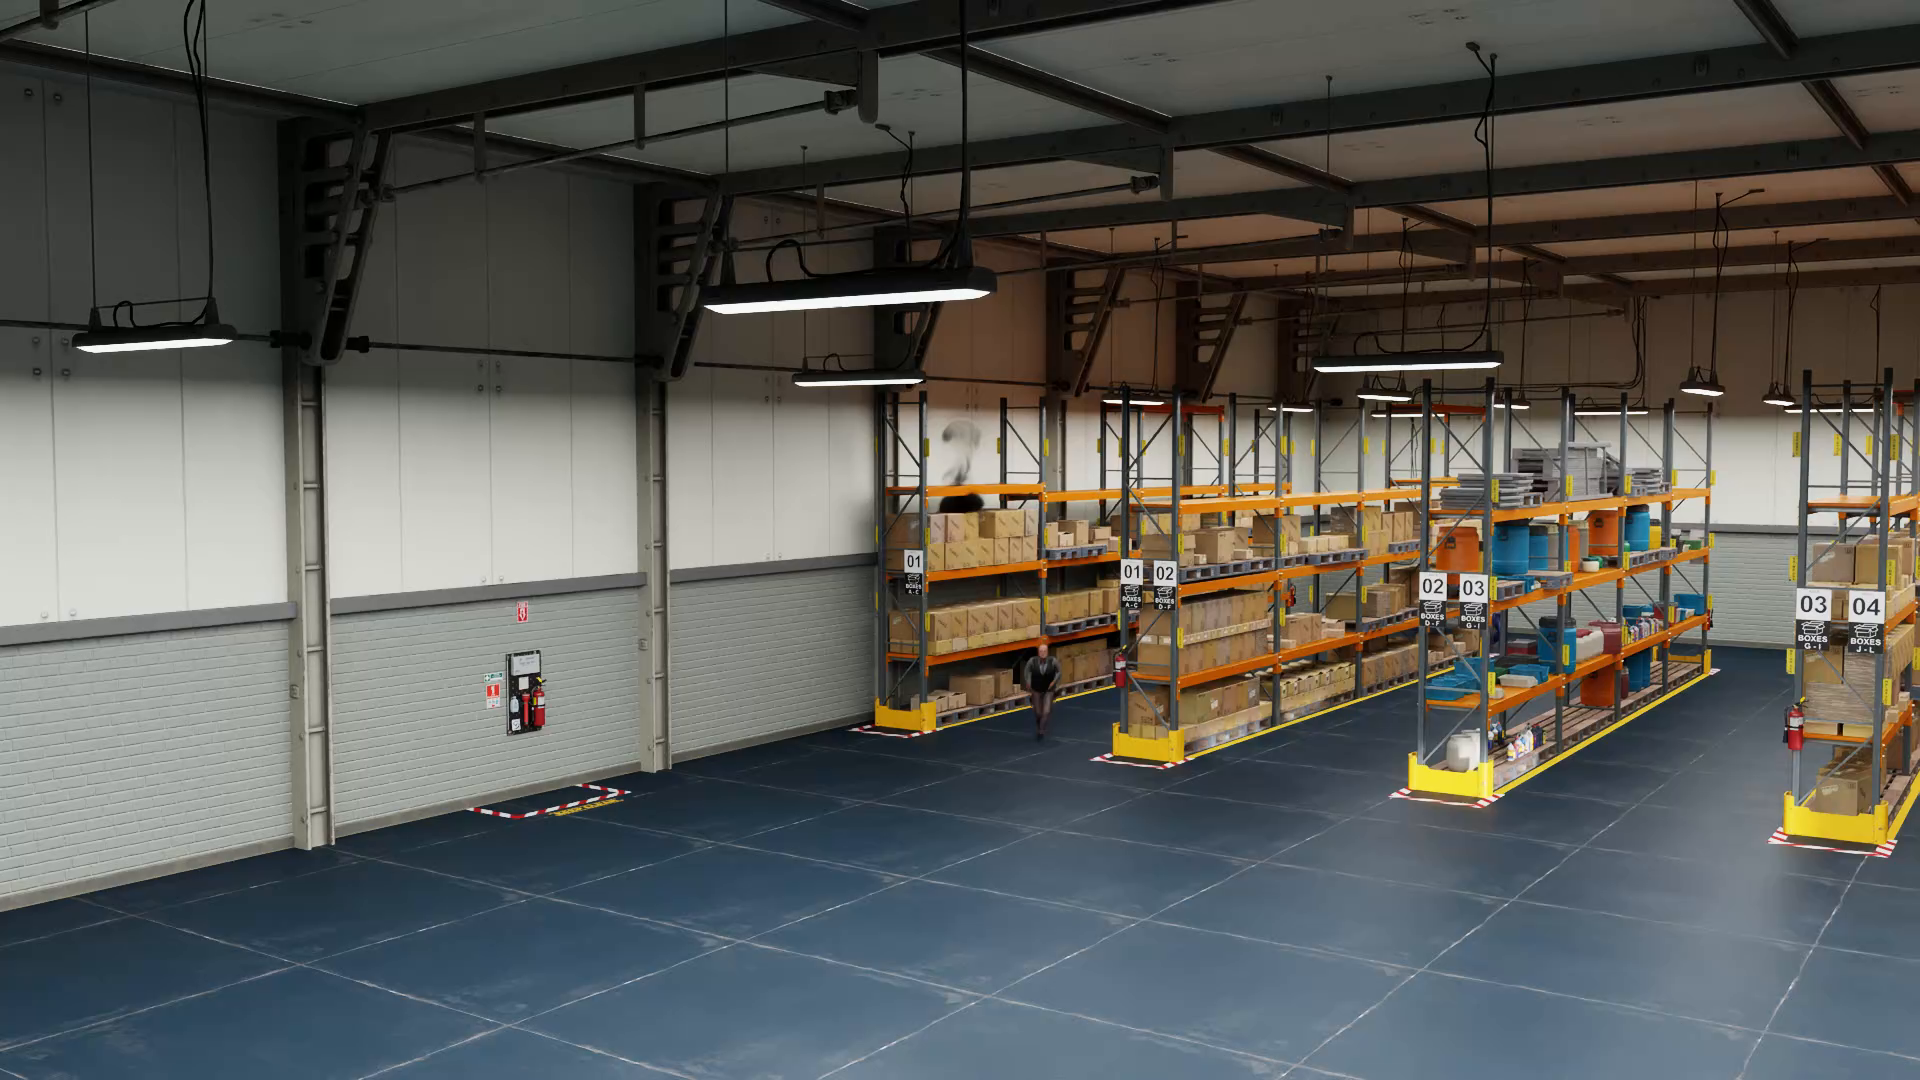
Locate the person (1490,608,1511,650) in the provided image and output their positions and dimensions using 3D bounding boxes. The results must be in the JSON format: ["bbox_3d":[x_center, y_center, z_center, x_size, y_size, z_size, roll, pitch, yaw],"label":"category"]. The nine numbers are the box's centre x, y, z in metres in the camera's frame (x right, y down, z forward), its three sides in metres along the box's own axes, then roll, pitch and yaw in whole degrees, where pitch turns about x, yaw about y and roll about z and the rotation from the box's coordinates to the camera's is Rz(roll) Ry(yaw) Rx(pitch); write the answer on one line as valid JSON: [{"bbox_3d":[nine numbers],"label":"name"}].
[{"bbox_3d":[13.134,1.952,40.401,0.609,1.659,0.959,-2,4,-29],"label":"person"}]

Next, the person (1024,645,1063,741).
[{"bbox_3d":[1.431,2.609,28.634,0.656,1.667,0.807,0,3,-1],"label":"person"}]
